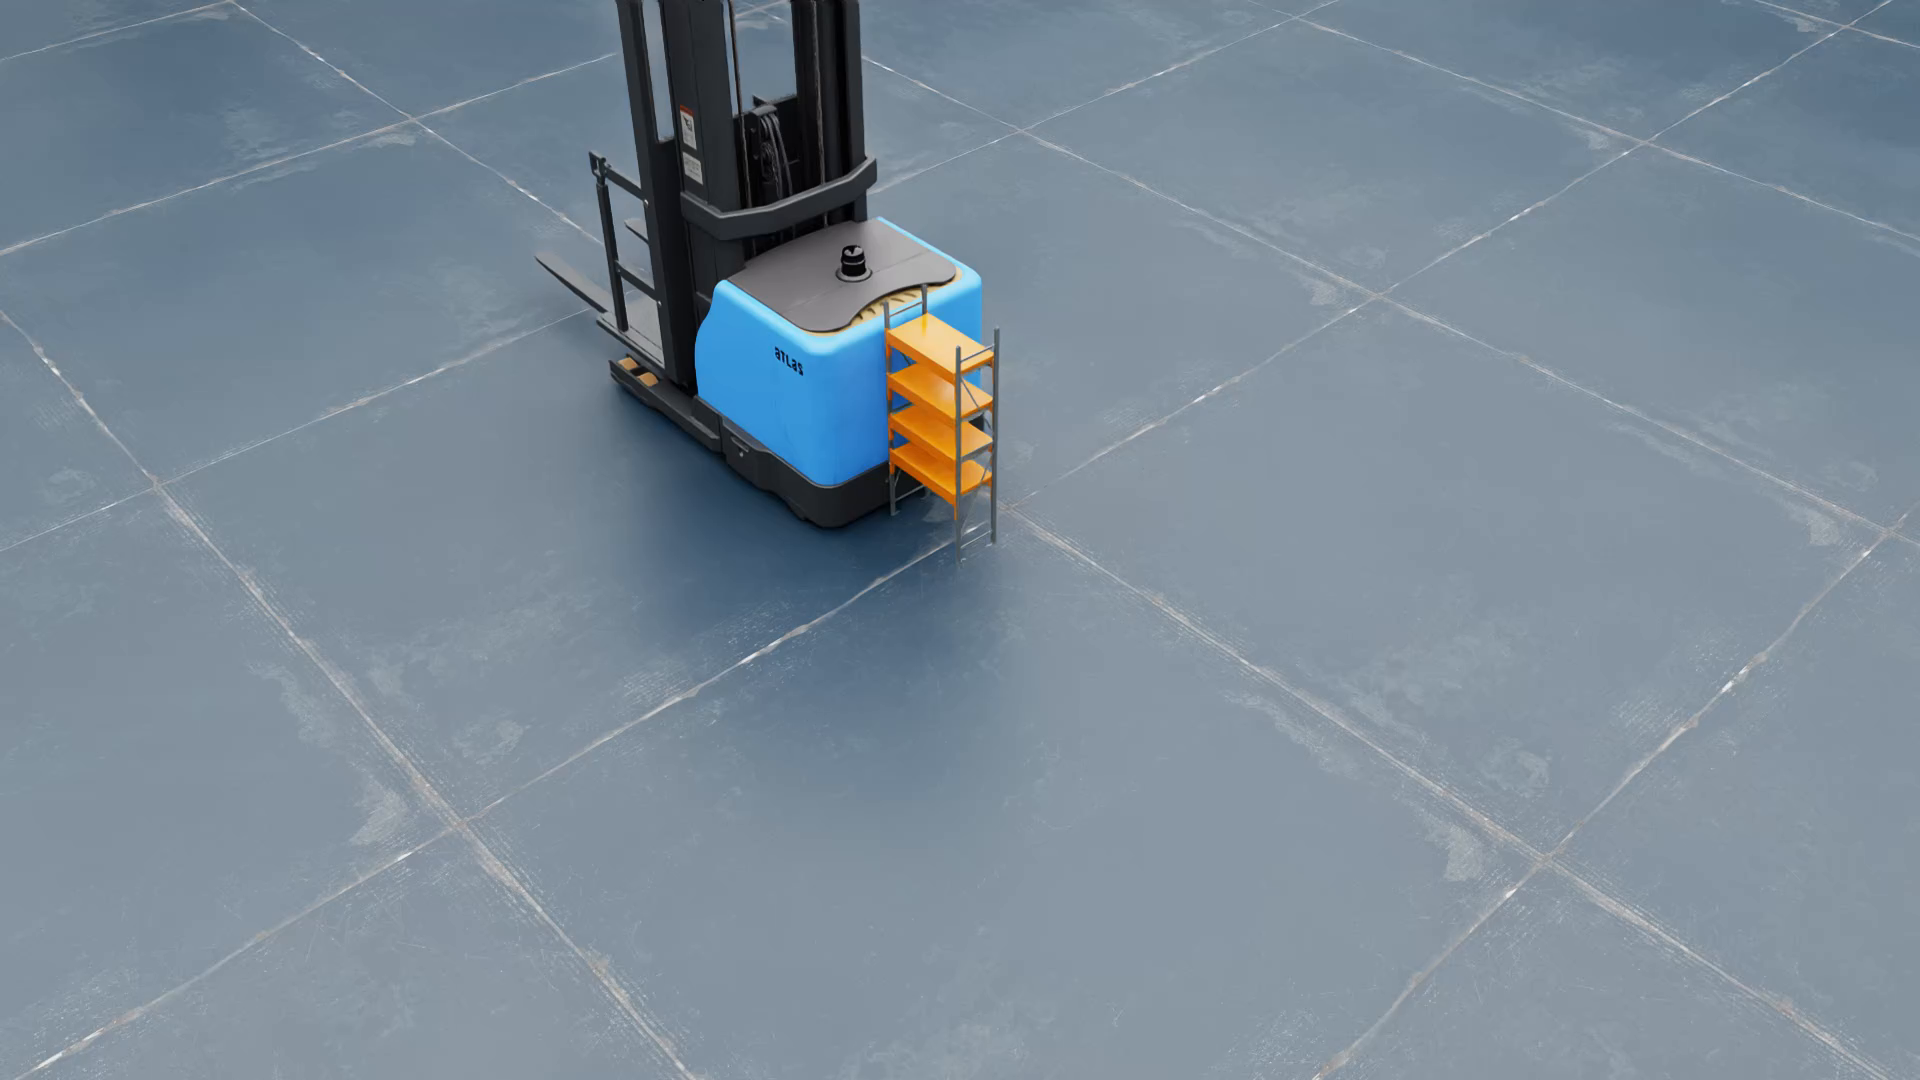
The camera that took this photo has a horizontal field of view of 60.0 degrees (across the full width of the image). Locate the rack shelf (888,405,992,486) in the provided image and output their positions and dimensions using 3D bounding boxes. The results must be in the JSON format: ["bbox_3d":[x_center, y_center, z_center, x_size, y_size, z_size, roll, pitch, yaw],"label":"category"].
[{"bbox_3d":[-0.084,-0.466,7.687,0.258,0.148,0.480,-29,47,-31],"label":"rack shelf"}]

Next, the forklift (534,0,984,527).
[{"bbox_3d":[-1.228,-2.049,8.162,1.130,2.935,3.031,-29,47,-31],"label":"forklift"}]

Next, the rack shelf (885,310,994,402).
[{"bbox_3d":[-0.084,-0.824,7.398,0.258,0.148,0.480,-29,47,-31],"label":"rack shelf"}]

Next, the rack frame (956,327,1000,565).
[{"bbox_3d":[0.076,-0.402,7.501,0.240,1.200,0.015,-29,47,-31],"label":"rack frame"}]

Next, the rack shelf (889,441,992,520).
[{"bbox_3d":[-0.084,-0.311,7.812,0.258,0.148,0.480,-29,47,-31],"label":"rack shelf"}]

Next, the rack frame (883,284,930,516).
[{"bbox_3d":[-0.243,-0.634,7.788,0.240,1.200,0.015,-29,47,-31],"label":"rack frame"}]

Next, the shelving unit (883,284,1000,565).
[{"bbox_3d":[-0.084,-0.518,7.645,0.258,1.200,0.503,-29,47,-31],"label":"shelving unit"}]

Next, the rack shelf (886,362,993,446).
[{"bbox_3d":[-0.084,-0.640,7.546,0.258,0.148,0.480,-29,47,-31],"label":"rack shelf"}]
